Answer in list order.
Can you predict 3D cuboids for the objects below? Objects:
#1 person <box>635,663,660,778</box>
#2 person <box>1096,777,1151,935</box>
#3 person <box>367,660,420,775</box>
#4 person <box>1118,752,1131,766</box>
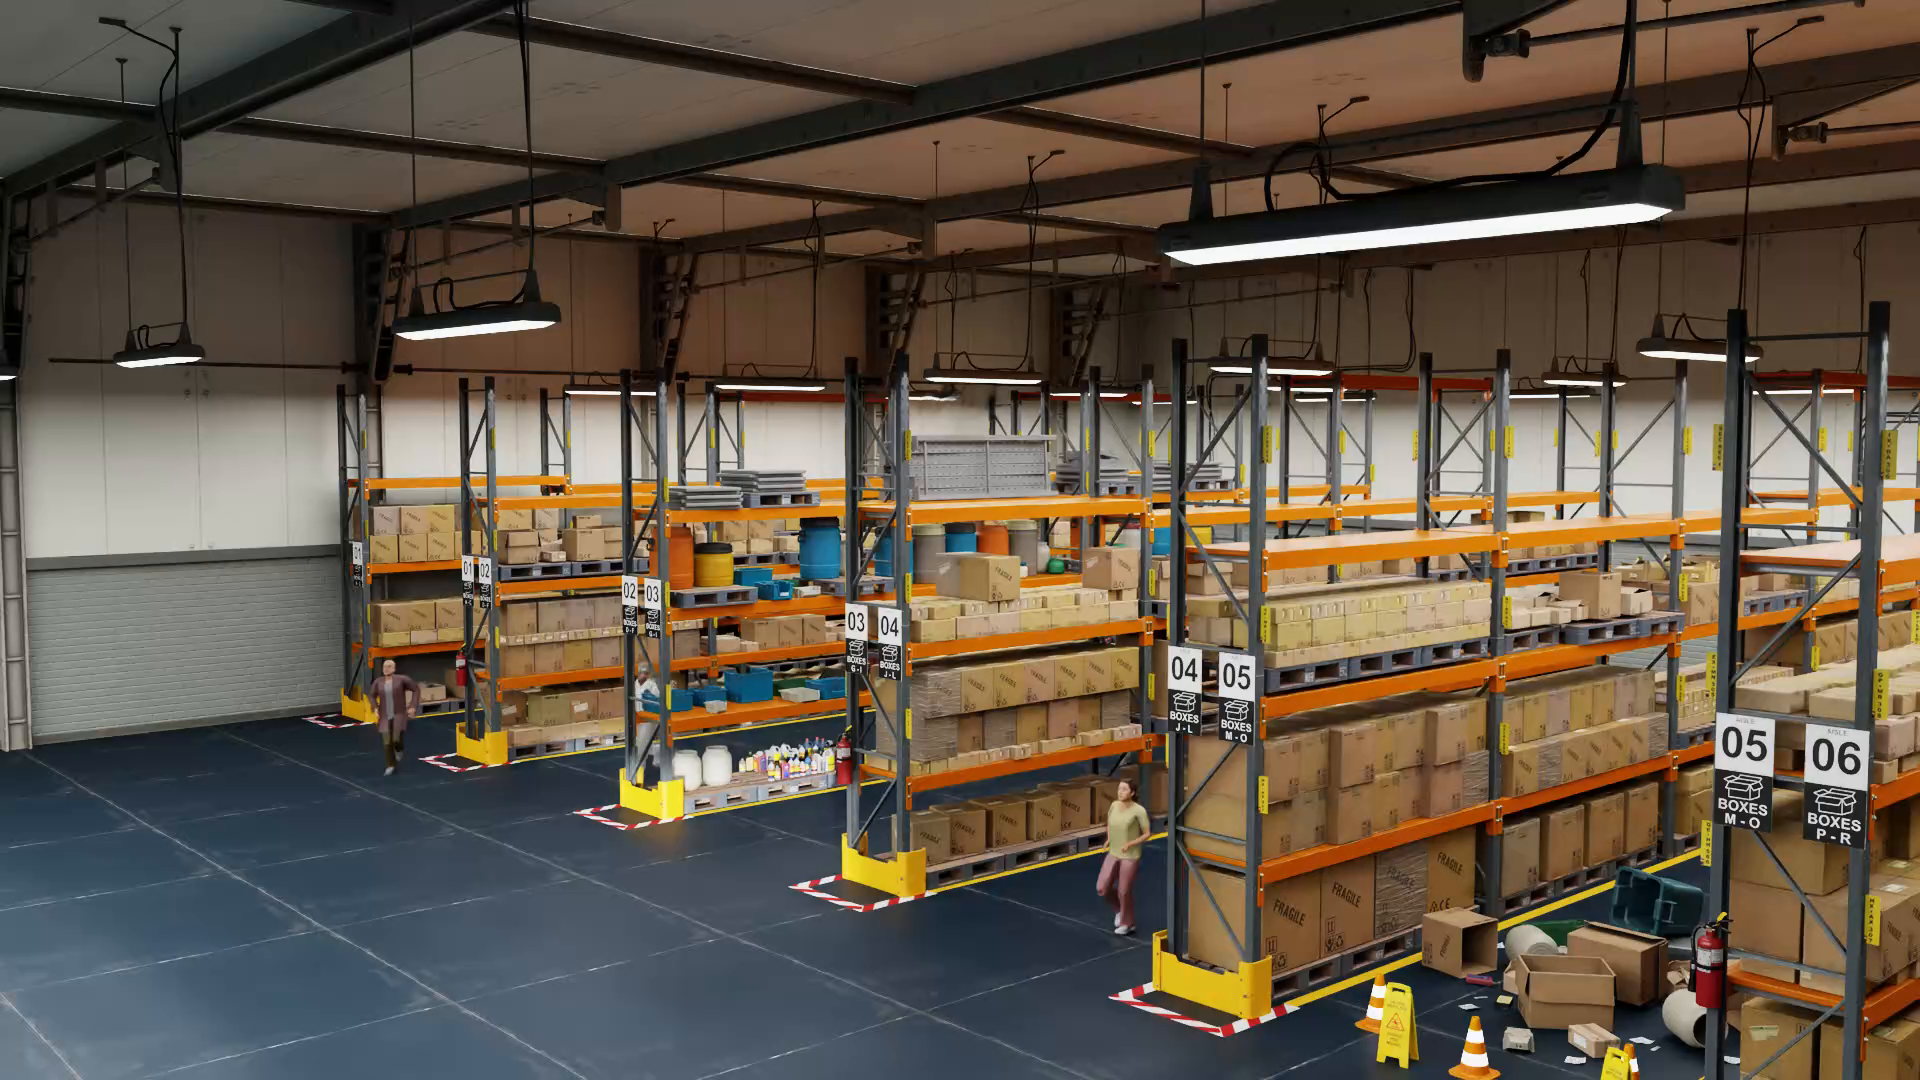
[{"bbox_3d":[-4.641,2.685,24.711,0.688,1.764,0.813,2,4,30],"label":"person"},{"bbox_3d":[1.655,3.230,16.955,0.558,1.627,0.516,3,5,36],"label":"person"},{"bbox_3d":[-8.532,2.664,25.021,0.741,1.742,0.703,0,4,-4],"label":"person"},{"bbox_3d":[2.675,2.675,25.884,0.620,1.632,0.686,3,5,41],"label":"person"}]
